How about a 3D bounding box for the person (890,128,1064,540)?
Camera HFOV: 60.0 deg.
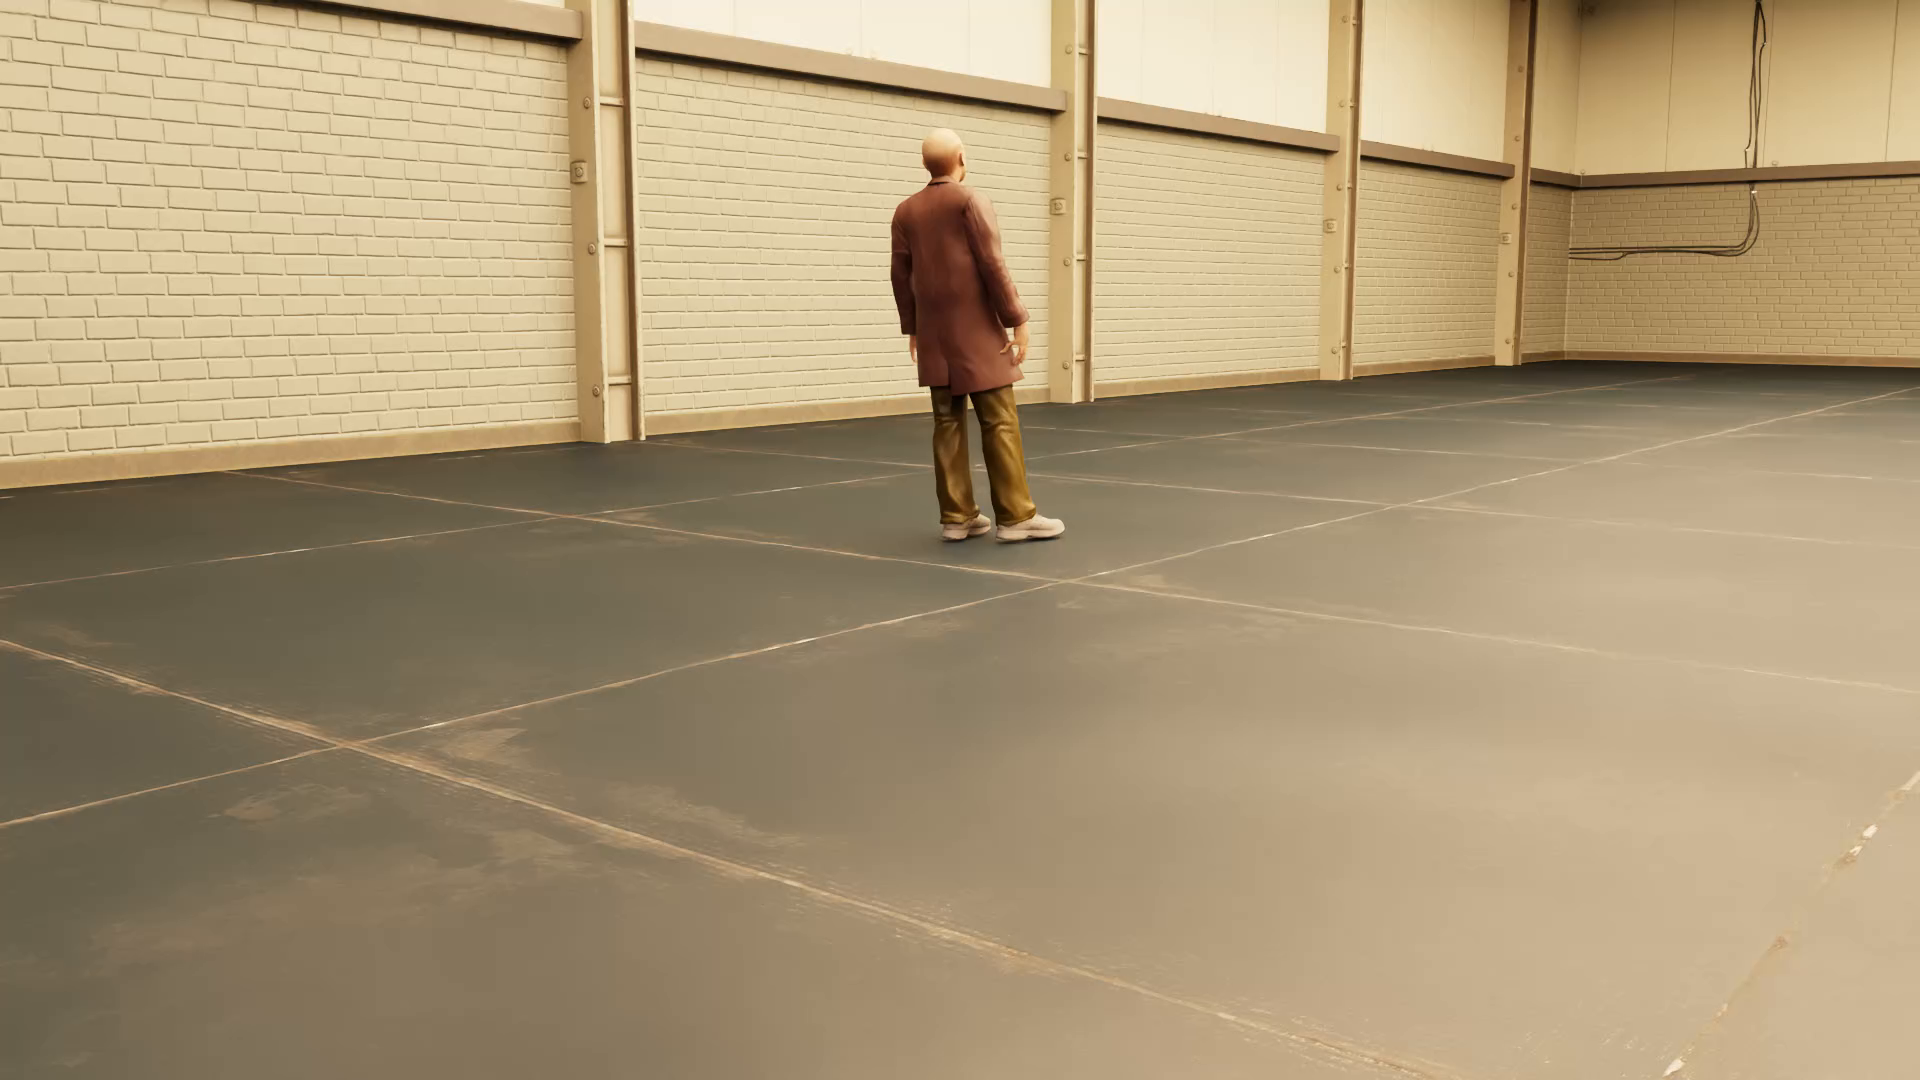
[{"bbox_3d":[0.061,-0.897,7.344,0.698,1.778,0.579,7,11,38],"label":"person"}]
